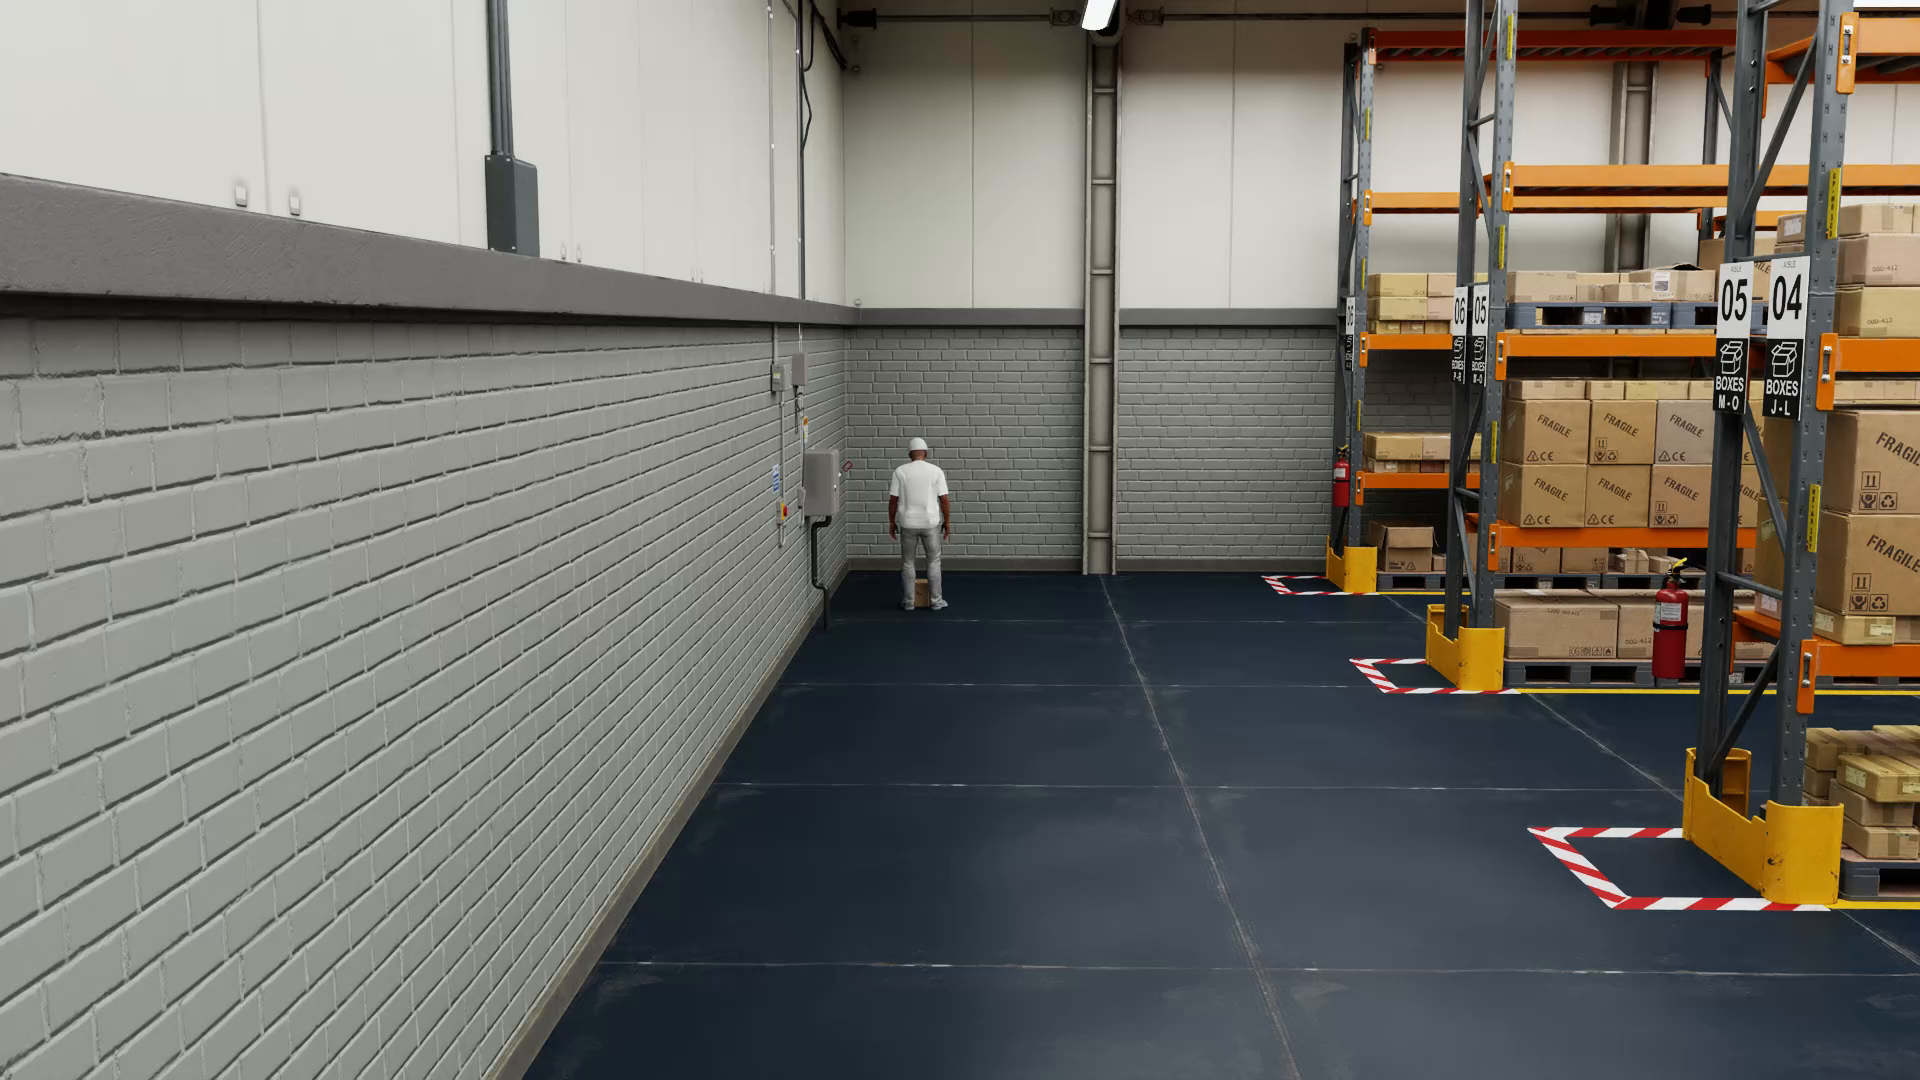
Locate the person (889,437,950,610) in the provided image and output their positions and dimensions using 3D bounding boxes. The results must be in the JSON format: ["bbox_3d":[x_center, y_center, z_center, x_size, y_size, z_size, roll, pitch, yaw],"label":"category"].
[{"bbox_3d":[-0.414,-0.168,17.030,0.627,1.761,0.459,0,7,1],"label":"person"}]
